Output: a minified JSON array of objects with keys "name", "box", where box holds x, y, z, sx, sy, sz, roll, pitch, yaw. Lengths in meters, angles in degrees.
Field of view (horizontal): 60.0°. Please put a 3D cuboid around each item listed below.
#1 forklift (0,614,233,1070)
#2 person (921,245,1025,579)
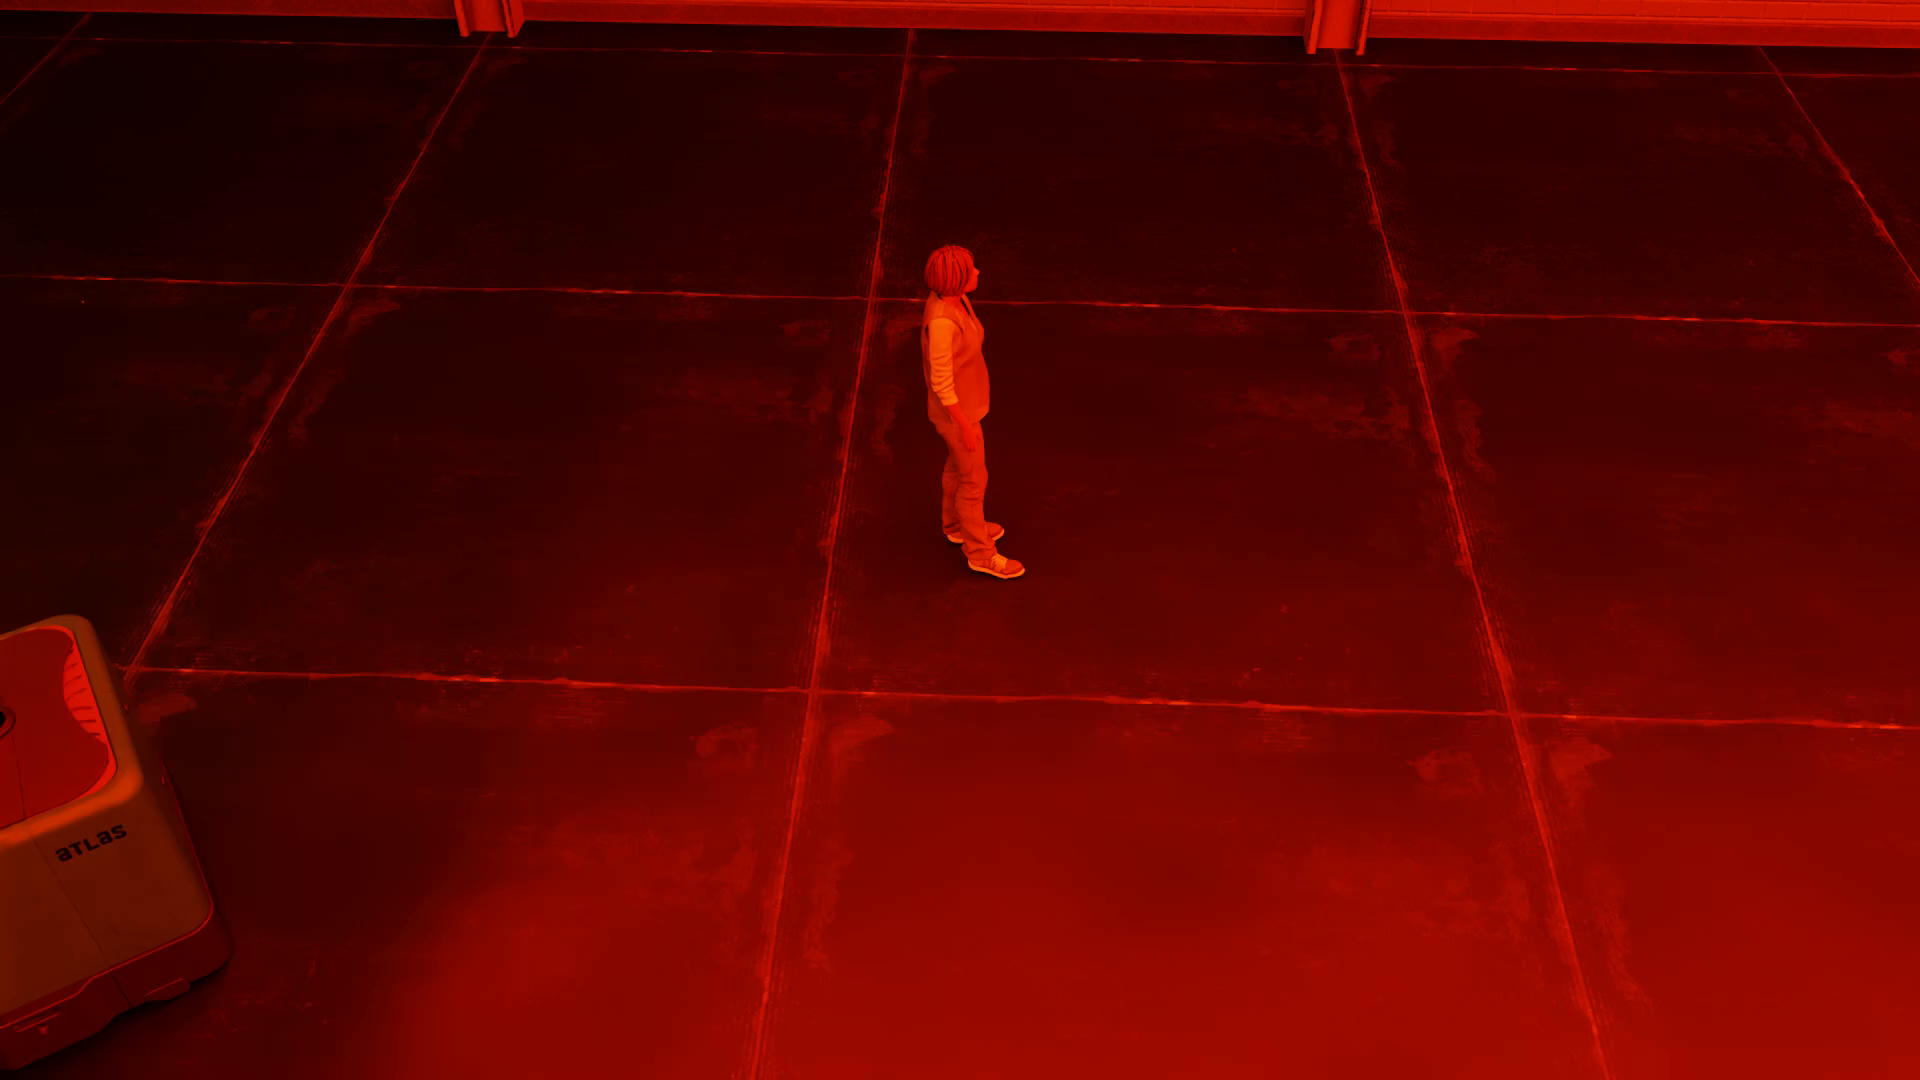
[{"name":"forklift","box":[-4.211,0.761,4.909,3.031,2.935,1.130,-23,47,-23]},{"name":"person","box":[0.073,-0.583,7.360,0.475,1.597,0.520,2,42,2]}]
